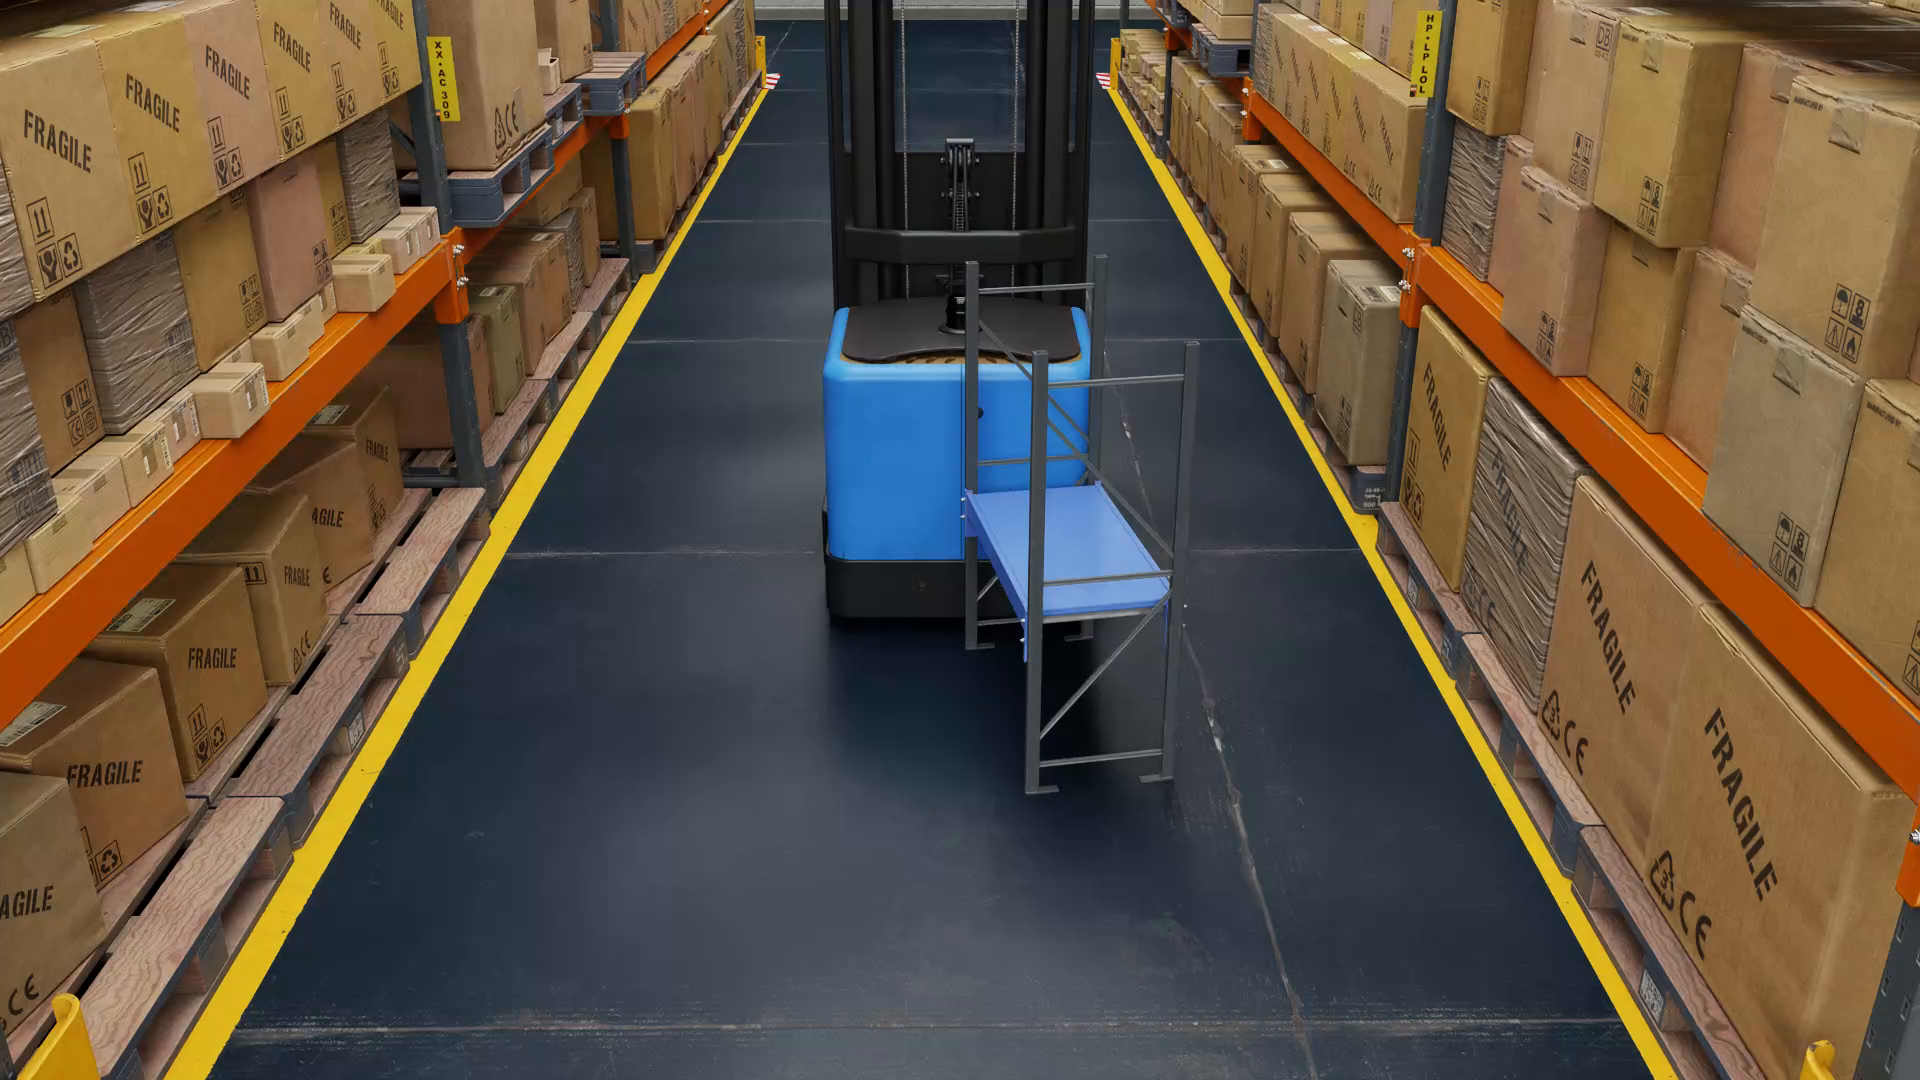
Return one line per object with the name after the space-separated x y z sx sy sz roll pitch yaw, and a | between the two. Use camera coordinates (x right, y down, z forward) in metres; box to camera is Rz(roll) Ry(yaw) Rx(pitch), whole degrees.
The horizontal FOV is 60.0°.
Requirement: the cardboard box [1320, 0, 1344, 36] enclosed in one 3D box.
2.329 -2.954 8.807 0.700 0.500 0.500 -1 24 -1 | cardboard box

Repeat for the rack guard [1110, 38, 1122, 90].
2.233 -5.184 18.106 1.175 0.500 0.348 0 24 -1 | rack guard

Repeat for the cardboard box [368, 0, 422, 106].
-2.317 -1.882 6.075 0.500 0.500 0.500 0 24 -1 | cardboard box

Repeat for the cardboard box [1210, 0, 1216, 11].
1.855 -3.582 10.964 0.380 0.149 0.250 1 24 1 | cardboard box

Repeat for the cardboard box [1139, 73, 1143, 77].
2.004 -4.609 16.751 0.380 0.149 0.250 0 24 0 | cardboard box

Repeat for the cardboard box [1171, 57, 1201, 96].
2.020 -3.795 13.614 0.500 0.250 0.500 -1 24 -3 | cardboard box

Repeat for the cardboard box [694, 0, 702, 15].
-2.406 -4.580 13.614 0.500 0.500 0.500 0 24 0 | cardboard box

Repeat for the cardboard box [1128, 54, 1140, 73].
1.914 -4.846 16.913 0.380 0.149 0.250 0 24 1 | cardboard box

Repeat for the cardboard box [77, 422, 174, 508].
-2.309 -0.197 4.350 0.380 0.149 0.250 0 24 -1 | cardboard box

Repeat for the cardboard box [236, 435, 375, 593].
-2.619 -0.081 6.312 0.500 0.500 0.500 8 25 16 | cardboard box

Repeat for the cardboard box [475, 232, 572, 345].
-2.582 -1.401 9.207 0.700 0.500 0.500 2 24 4 | cardboard box

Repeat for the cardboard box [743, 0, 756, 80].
-2.641 -5.334 17.472 0.875 0.875 0.875 0 24 -1 | cardboard box

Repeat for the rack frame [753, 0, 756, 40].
-2.728 -6.374 17.703 1.000 3.000 0.127 0 24 -1 | rack frame

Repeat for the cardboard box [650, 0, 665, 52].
-2.391 -3.748 11.776 0.500 0.500 0.500 -1 24 -2 | cardboard box

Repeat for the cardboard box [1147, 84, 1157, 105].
1.919 -4.084 15.230 0.380 0.149 0.250 -1 24 -2 | cardboard box

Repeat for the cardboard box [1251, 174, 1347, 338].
2.249 -1.613 9.396 1.050 0.750 0.750 0 24 0 | cardboard box

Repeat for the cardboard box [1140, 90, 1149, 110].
1.920 -4.185 15.814 0.380 0.149 0.250 0 24 -1 | cardboard box

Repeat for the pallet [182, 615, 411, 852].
-2.538 0.622 5.619 1.003 0.211 1.213 0 24 -1 | pallet

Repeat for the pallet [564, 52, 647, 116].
-2.527 -2.697 9.805 1.213 0.211 1.003 0 24 -1 | pallet

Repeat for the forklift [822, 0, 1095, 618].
-0.004 -1.595 7.220 1.130 2.935 3.031 0 24 0 | forklift

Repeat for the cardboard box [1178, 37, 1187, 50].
2.437 -5.197 17.329 0.380 0.149 0.250 0 24 0 | cardboard box

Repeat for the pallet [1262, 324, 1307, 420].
2.264 -0.961 9.118 1.003 0.211 1.213 0 24 -1 | pallet

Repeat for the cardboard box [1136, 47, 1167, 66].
1.933 -4.758 16.359 0.380 0.149 0.250 0 24 0 | cardboard box

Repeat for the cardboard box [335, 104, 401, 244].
-2.654 -1.424 6.277 0.875 0.500 0.500 0 24 -1 | cardboard box

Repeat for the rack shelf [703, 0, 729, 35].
-2.706 -5.222 16.029 1.077 0.370 4.000 0 24 -1 | rack shelf

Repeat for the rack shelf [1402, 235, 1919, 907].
2.385 -0.258 5.053 1.077 0.370 4.000 0 24 -1 | rack shelf

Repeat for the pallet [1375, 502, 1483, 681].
2.294 0.175 6.608 1.003 0.211 1.213 0 24 -1 | pallet

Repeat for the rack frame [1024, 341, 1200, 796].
0.457 0.123 5.159 0.500 1.500 0.032 -5 25 -10 | rack frame

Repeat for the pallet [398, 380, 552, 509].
-2.607 -0.479 8.054 1.003 0.211 1.213 0 24 -1 | pallet

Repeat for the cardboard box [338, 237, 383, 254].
-2.365 -1.021 6.172 0.380 0.149 0.250 0 24 -1 | cardboard box

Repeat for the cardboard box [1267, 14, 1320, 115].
2.063 -2.708 9.476 0.500 0.500 0.500 0 24 -1 | cardboard box

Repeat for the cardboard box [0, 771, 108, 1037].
-2.544 0.909 4.123 0.500 0.500 0.500 4 25 9 | cardboard box

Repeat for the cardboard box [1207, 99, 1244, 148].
2.034 -2.941 11.726 0.500 0.250 0.500 0 24 0 | cardboard box

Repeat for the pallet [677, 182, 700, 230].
-2.585 -2.633 12.817 1.003 0.211 1.213 0 24 -1 | pallet

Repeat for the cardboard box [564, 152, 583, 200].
-2.604 -2.205 10.074 0.500 0.250 0.500 1 24 2 | cardboard box

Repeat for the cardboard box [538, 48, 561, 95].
-2.353 -2.522 8.839 0.396 0.266 0.258 -1 24 -2 | cardboard box

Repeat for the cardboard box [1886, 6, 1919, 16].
6.993 -3.679 11.926 0.500 0.250 0.500 0 24 -1 | cardboard box

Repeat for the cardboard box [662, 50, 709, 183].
-2.647 -3.317 13.013 1.225 0.875 0.875 -1 24 -2 | cardboard box

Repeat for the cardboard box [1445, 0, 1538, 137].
2.333 -1.818 6.137 0.875 0.550 0.550 0 24 -1 | cardboard box

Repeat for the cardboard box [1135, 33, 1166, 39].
2.022 -5.187 17.308 0.380 0.149 0.250 0 24 0 | cardboard box

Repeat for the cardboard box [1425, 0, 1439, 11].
2.352 -2.115 6.953 0.700 0.500 0.500 -1 24 -1 | cardboard box

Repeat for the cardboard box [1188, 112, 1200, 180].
2.046 -3.019 12.809 0.500 0.500 0.500 0 24 0 | cardboard box

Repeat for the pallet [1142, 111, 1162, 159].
2.234 -3.712 15.202 1.003 0.211 1.213 0 24 -1 | pallet

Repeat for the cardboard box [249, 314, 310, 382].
-2.299 -0.609 5.262 0.380 0.149 0.250 0 24 -1 | cardboard box

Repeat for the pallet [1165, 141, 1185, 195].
2.286 -3.115 13.881 1.003 0.211 1.213 0 24 -1 | pallet

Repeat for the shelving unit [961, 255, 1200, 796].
0.362 -0.083 5.614 0.538 1.500 1.048 -5 25 -10 | shelving unit

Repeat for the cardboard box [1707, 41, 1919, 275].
2.473 -0.932 4.179 0.875 0.550 0.550 0 24 -1 | cardboard box

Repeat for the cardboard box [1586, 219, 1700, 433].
2.402 -0.659 4.884 0.875 0.550 0.500 0 24 -1 | cardboard box

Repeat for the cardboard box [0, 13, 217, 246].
-2.292 -1.057 4.252 0.500 0.500 0.500 0 24 -1 | cardboard box

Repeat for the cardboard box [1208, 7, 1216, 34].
1.854 -3.438 11.008 0.380 0.149 0.250 0 24 -1 | cardboard box

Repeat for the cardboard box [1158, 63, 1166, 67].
2.035 -4.330 15.412 0.380 0.149 0.250 1 24 1 | cardboard box

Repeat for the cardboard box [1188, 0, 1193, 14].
1.846 -3.865 11.950 0.380 0.149 0.250 0 24 1 | cardboard box

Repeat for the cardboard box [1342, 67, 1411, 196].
2.085 -1.877 7.639 0.500 0.500 0.500 -1 24 -1 | cardboard box

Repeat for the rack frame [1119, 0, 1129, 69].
2.233 -6.354 17.660 1.000 3.000 0.127 0 24 -1 | rack frame

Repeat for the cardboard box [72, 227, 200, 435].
-2.620 -0.600 4.455 0.875 0.500 0.500 0 24 -1 | cardboard box

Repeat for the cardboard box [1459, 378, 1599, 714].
2.314 -0.002 5.683 0.875 0.875 0.875 0 24 0 | cardboard box
